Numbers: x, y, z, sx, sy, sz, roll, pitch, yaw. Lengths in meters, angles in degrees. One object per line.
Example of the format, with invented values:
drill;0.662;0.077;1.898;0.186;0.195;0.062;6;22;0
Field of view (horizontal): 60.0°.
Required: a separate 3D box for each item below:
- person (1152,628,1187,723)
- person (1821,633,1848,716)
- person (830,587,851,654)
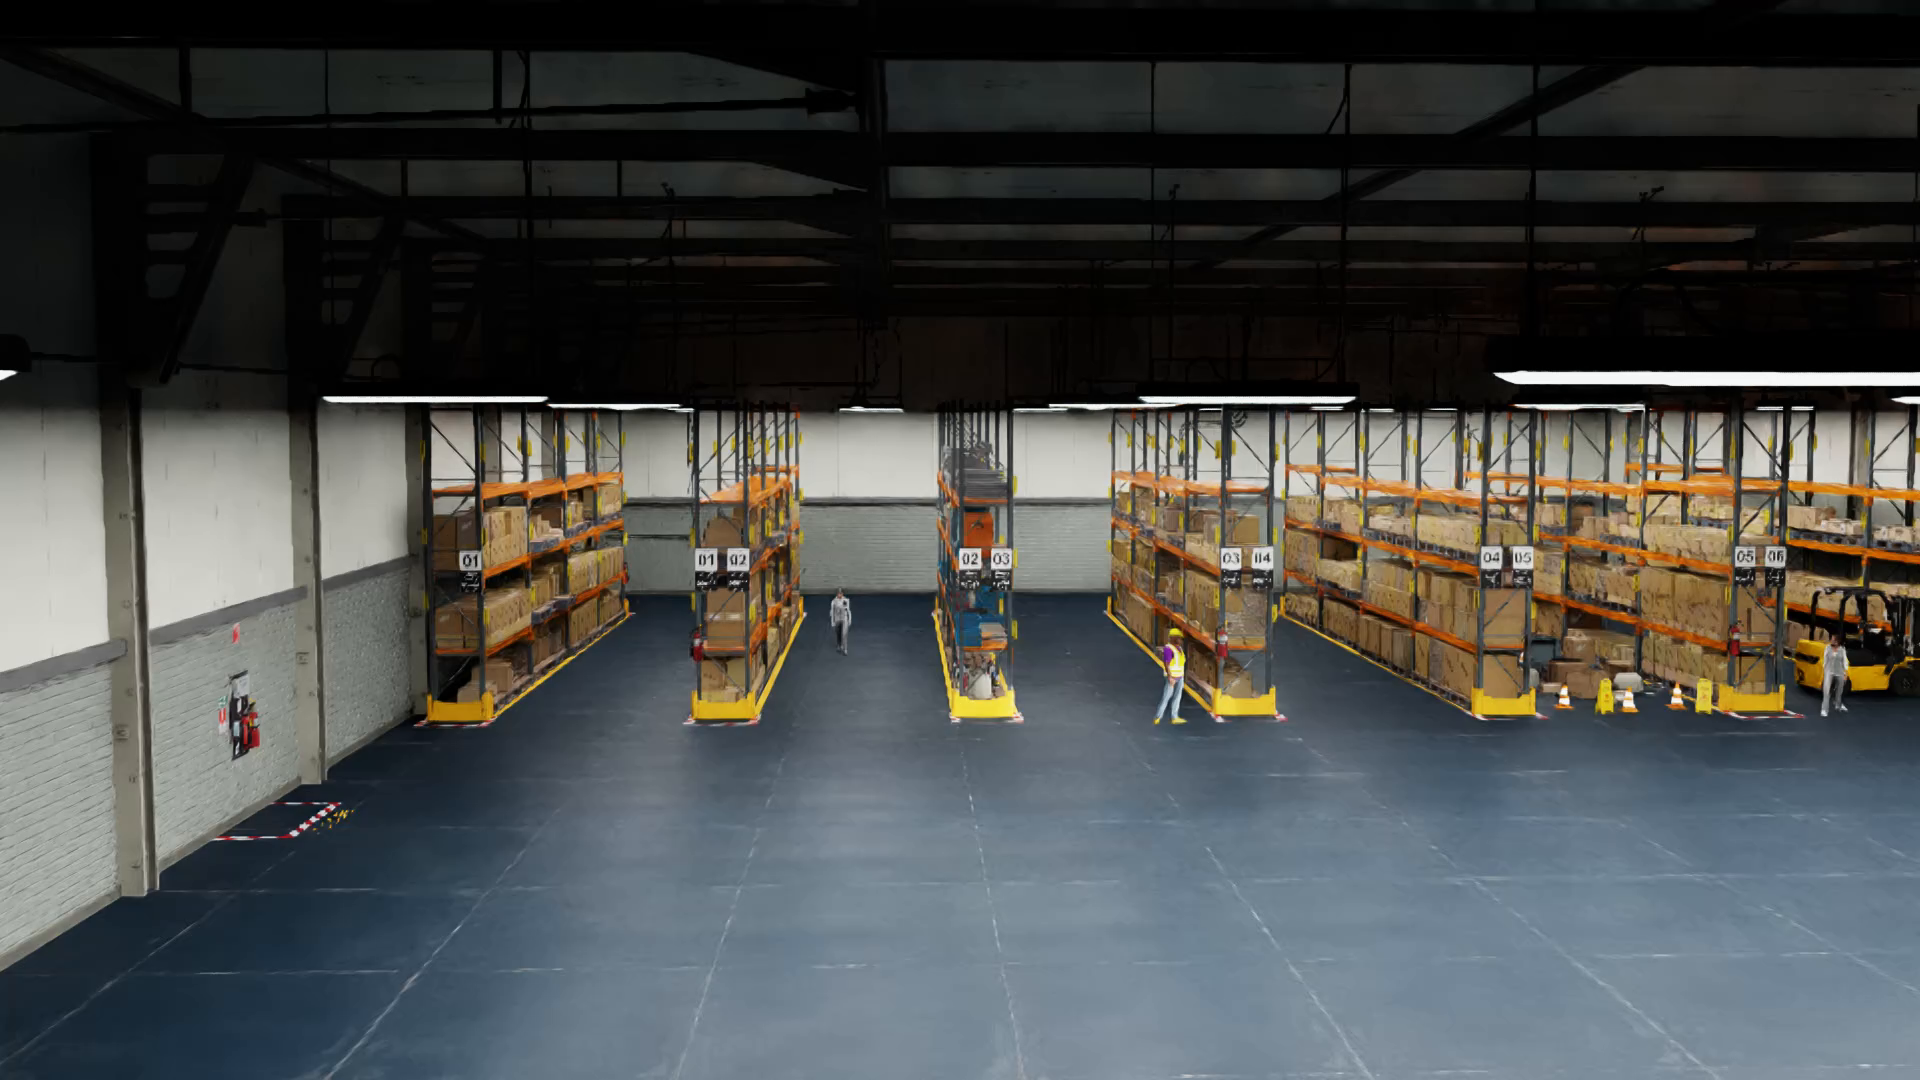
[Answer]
person;3.866;2.520;30.689;0.472;1.757;0.714;3;5;37
person;16.611;2.539;31.552;0.491;1.559;0.861;2;5;24
person;-2.856;1.896;39.693;0.495;1.589;1.086;0;4;0
